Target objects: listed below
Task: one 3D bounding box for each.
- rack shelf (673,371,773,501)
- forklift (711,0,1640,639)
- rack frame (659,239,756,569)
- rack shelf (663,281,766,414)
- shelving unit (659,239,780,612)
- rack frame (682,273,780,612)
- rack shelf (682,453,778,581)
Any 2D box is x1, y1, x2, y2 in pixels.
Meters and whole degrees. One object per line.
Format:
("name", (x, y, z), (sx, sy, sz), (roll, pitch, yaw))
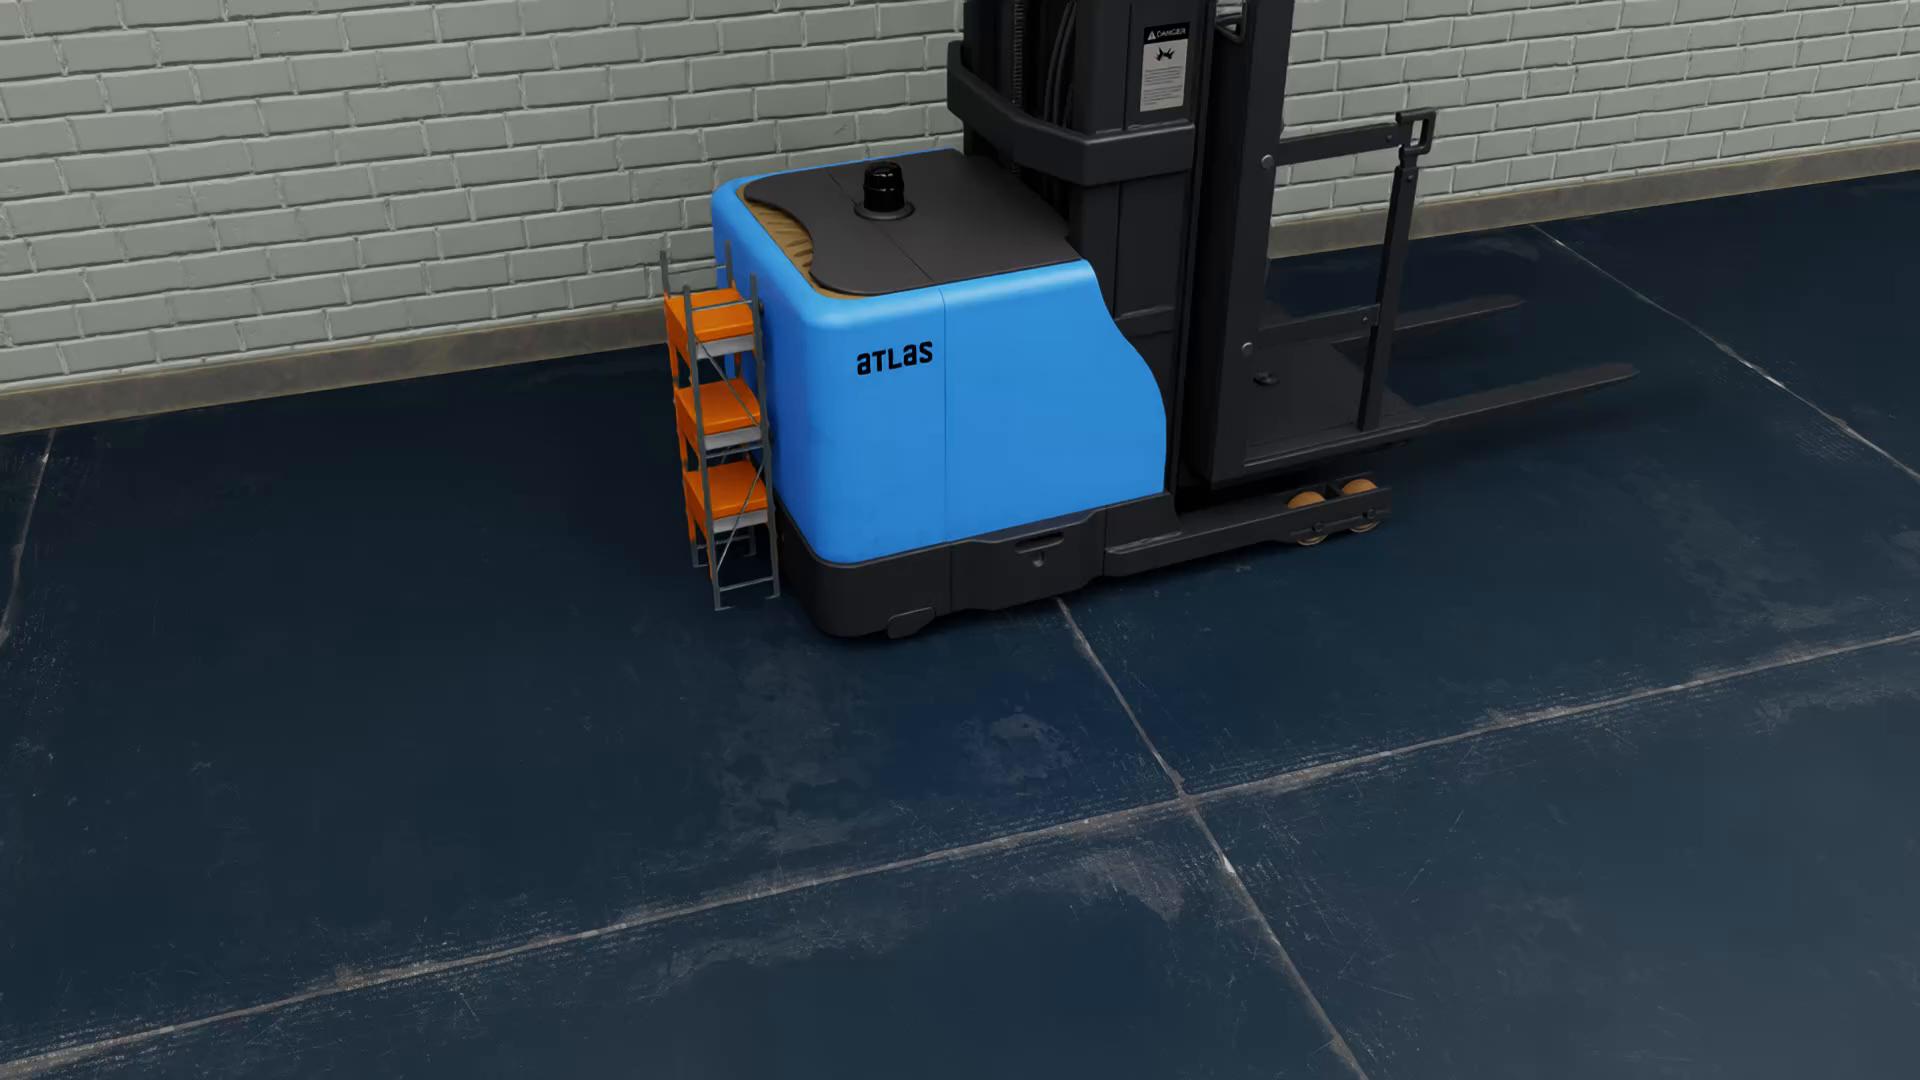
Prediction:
("rack shelf", (-0.681, -0.301, 4.772), (0.215, 0.259, 0.240), (-13, 36, -19))
("forklift", (0.817, -1.461, 4.802), (3.031, 2.935, 1.130), (-13, 36, -19))
("rack frame", (-0.728, -0.372, 4.860), (0.200, 1.050, 0.008), (-13, 36, -19))
("rack shelf", (-0.681, -0.538, 4.616), (0.215, 0.259, 0.240), (-13, 36, -19))
("shelving unit", (-0.681, -0.310, 4.767), (0.215, 1.050, 0.252), (-13, 36, -19))
("rack frame", (-0.633, -0.248, 4.673), (0.200, 1.050, 0.008), (-13, 36, -19))
("rack shelf", (-0.680, -0.069, 4.926), (0.215, 0.259, 0.240), (-13, 36, -19))
